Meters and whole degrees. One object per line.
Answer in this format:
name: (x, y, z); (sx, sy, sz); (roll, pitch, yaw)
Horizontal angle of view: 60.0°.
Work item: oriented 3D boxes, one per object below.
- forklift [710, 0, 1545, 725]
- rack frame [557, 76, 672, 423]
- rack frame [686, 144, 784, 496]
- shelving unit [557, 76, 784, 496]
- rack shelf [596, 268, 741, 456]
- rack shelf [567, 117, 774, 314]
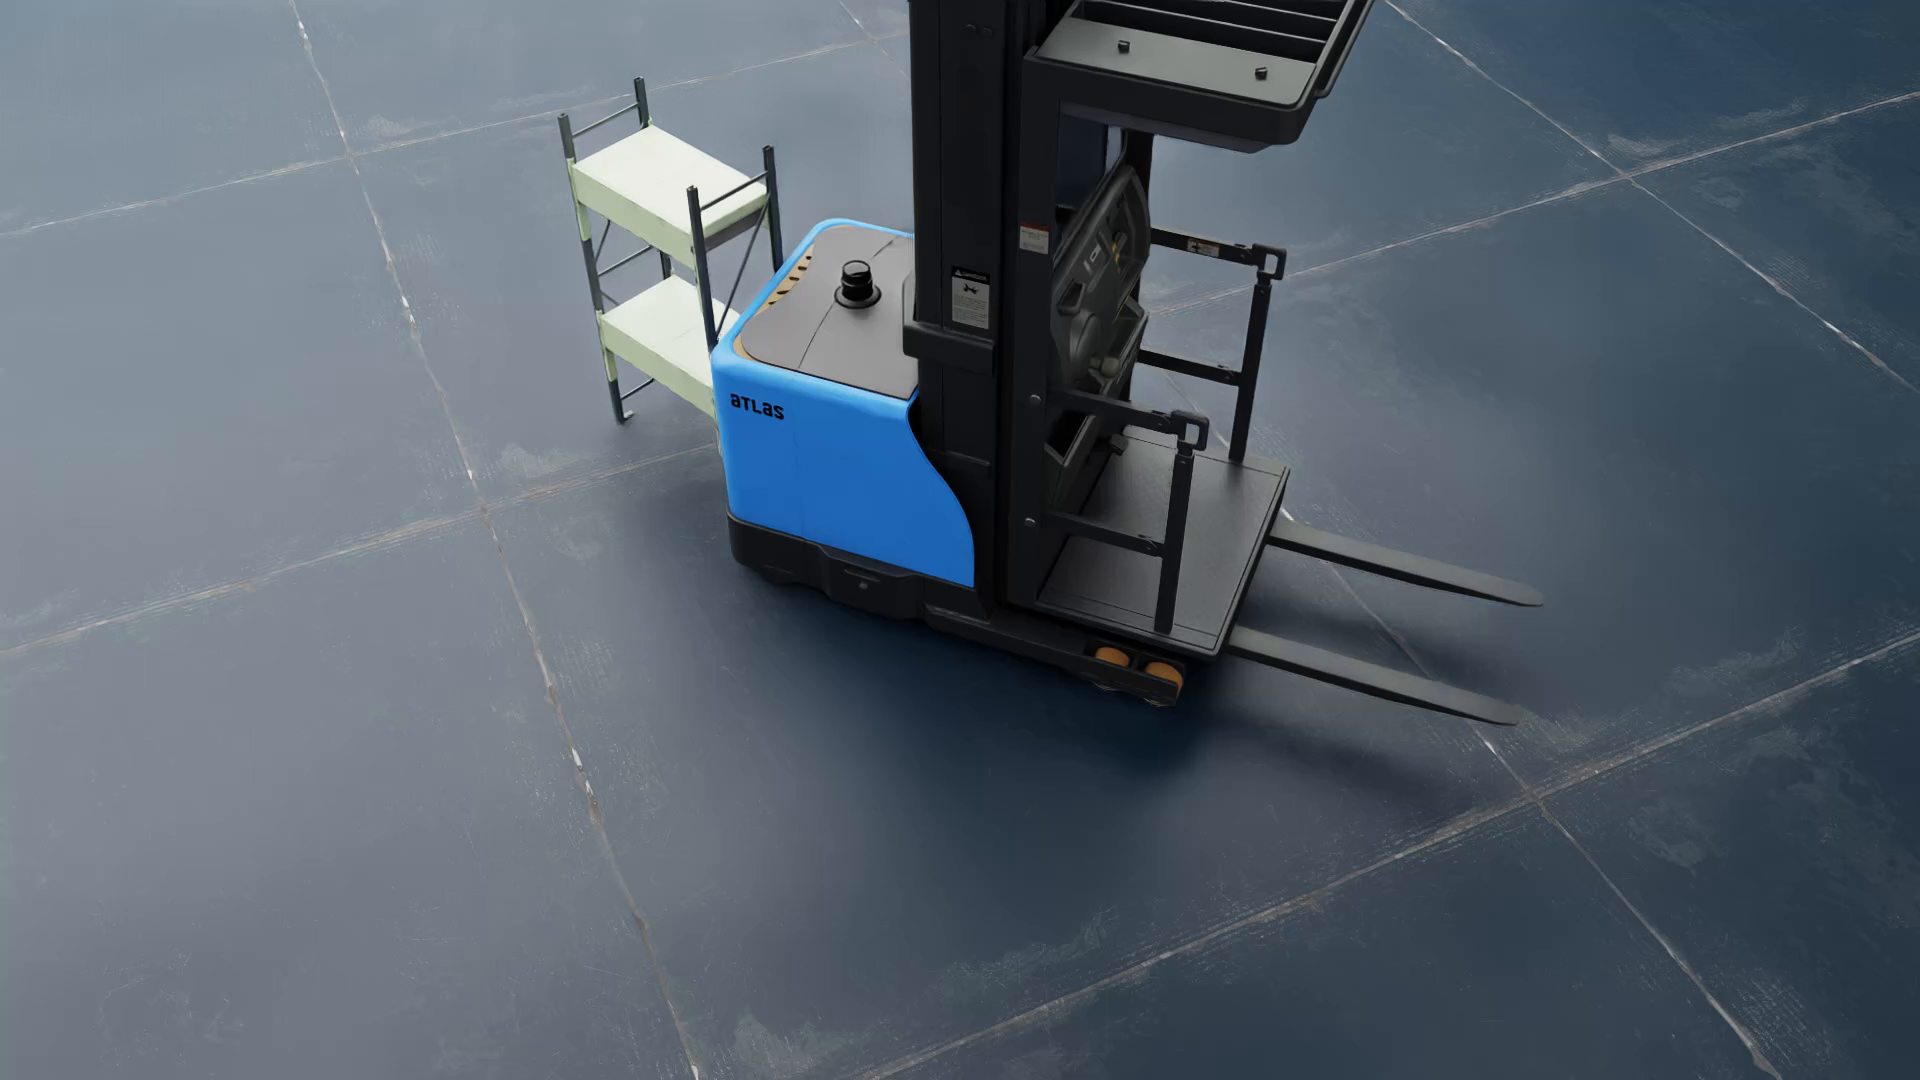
forklift: (0.660, -0.859, 5.533); (3.031, 2.935, 1.130); (16, 47, 15)
rack frame: (-1.365, -1.154, 6.851); (0.023, 1.500, 0.400); (33, 53, 29)
rack frame: (-0.825, -0.807, 6.500); (0.023, 1.500, 0.400); (33, 53, 29)
shelving unit: (-1.095, -0.980, 6.676); (0.755, 1.500, 0.431); (33, 53, 29)
rack shelf: (-1.095, -0.748, 6.905); (0.720, 0.370, 0.431); (33, 53, 29)
rack shelf: (-1.095, -1.258, 6.401); (0.720, 0.370, 0.431); (33, 53, 29)
